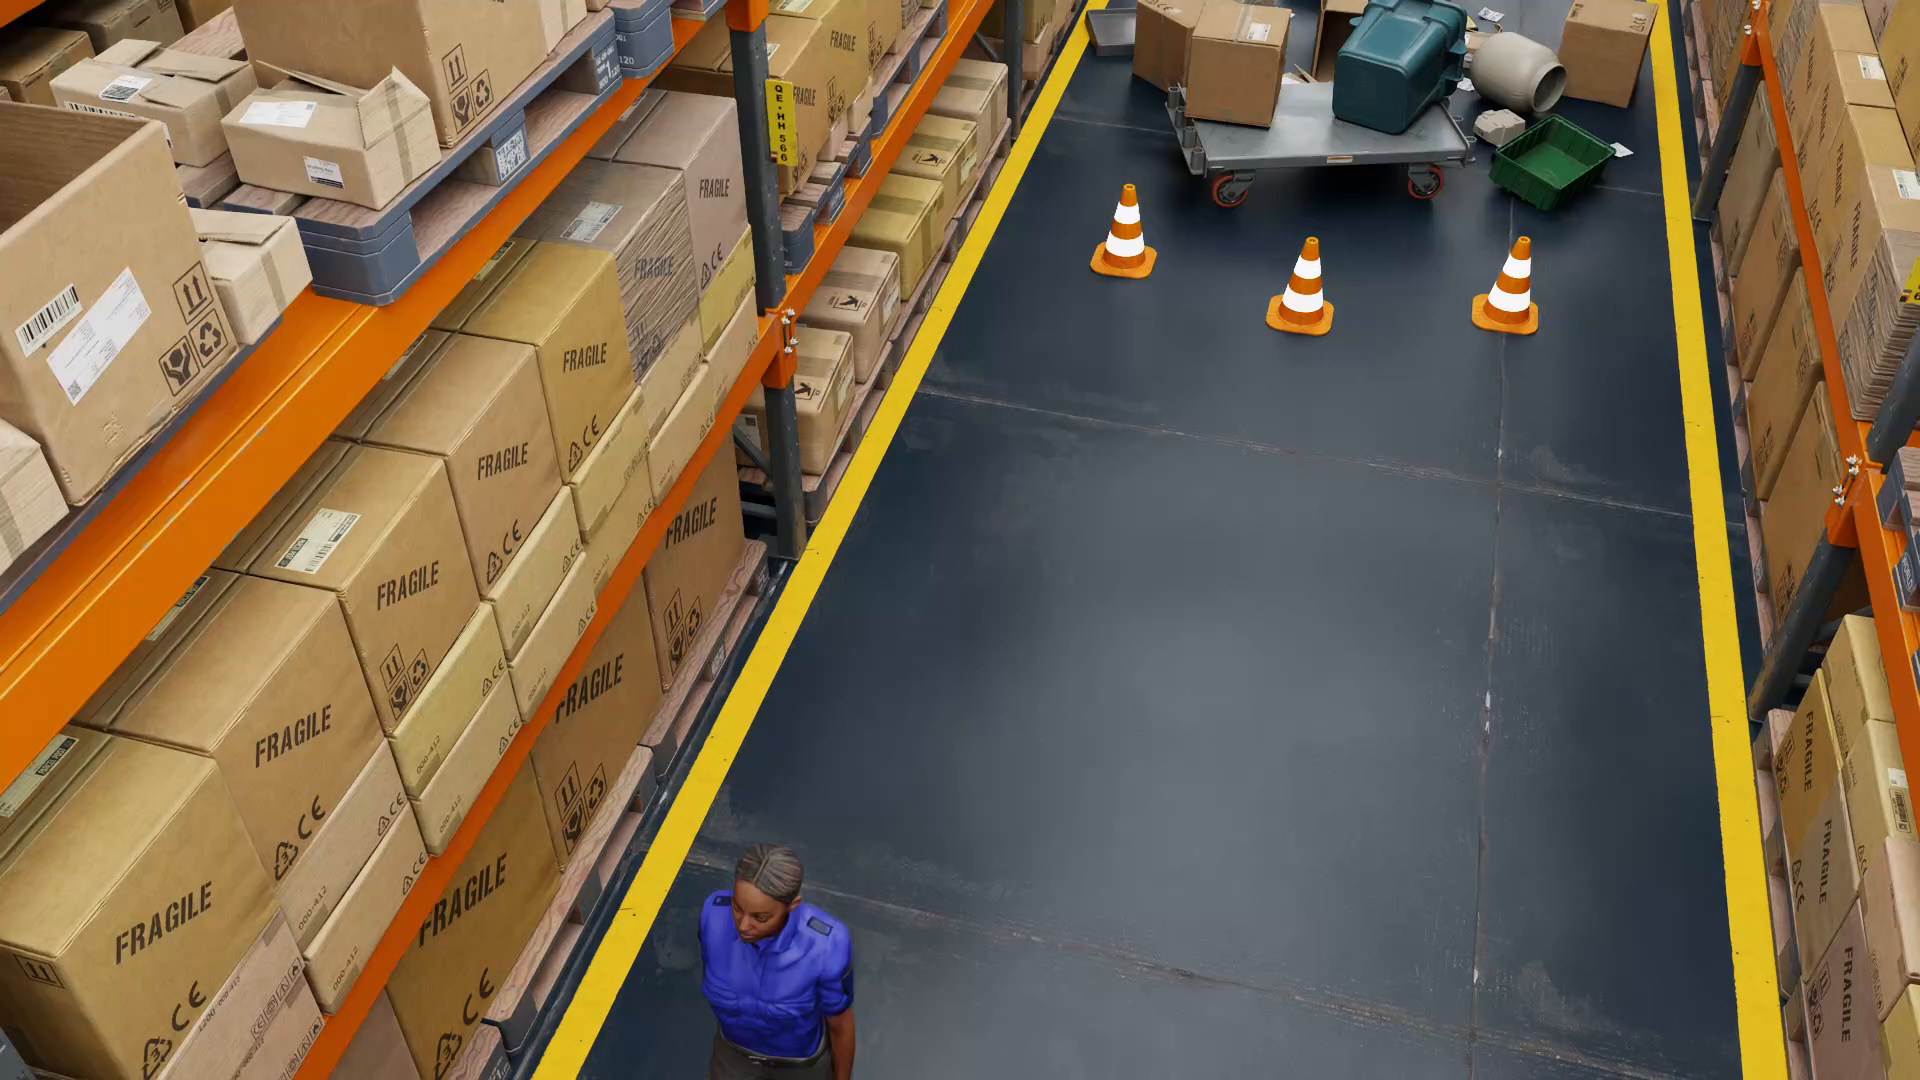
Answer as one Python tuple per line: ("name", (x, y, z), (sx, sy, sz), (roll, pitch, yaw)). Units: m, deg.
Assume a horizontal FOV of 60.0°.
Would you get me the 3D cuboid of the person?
("person", (-0.501, 1.443, 4.513), (0.455, 1.666, 0.442), (10, 42, 11))
